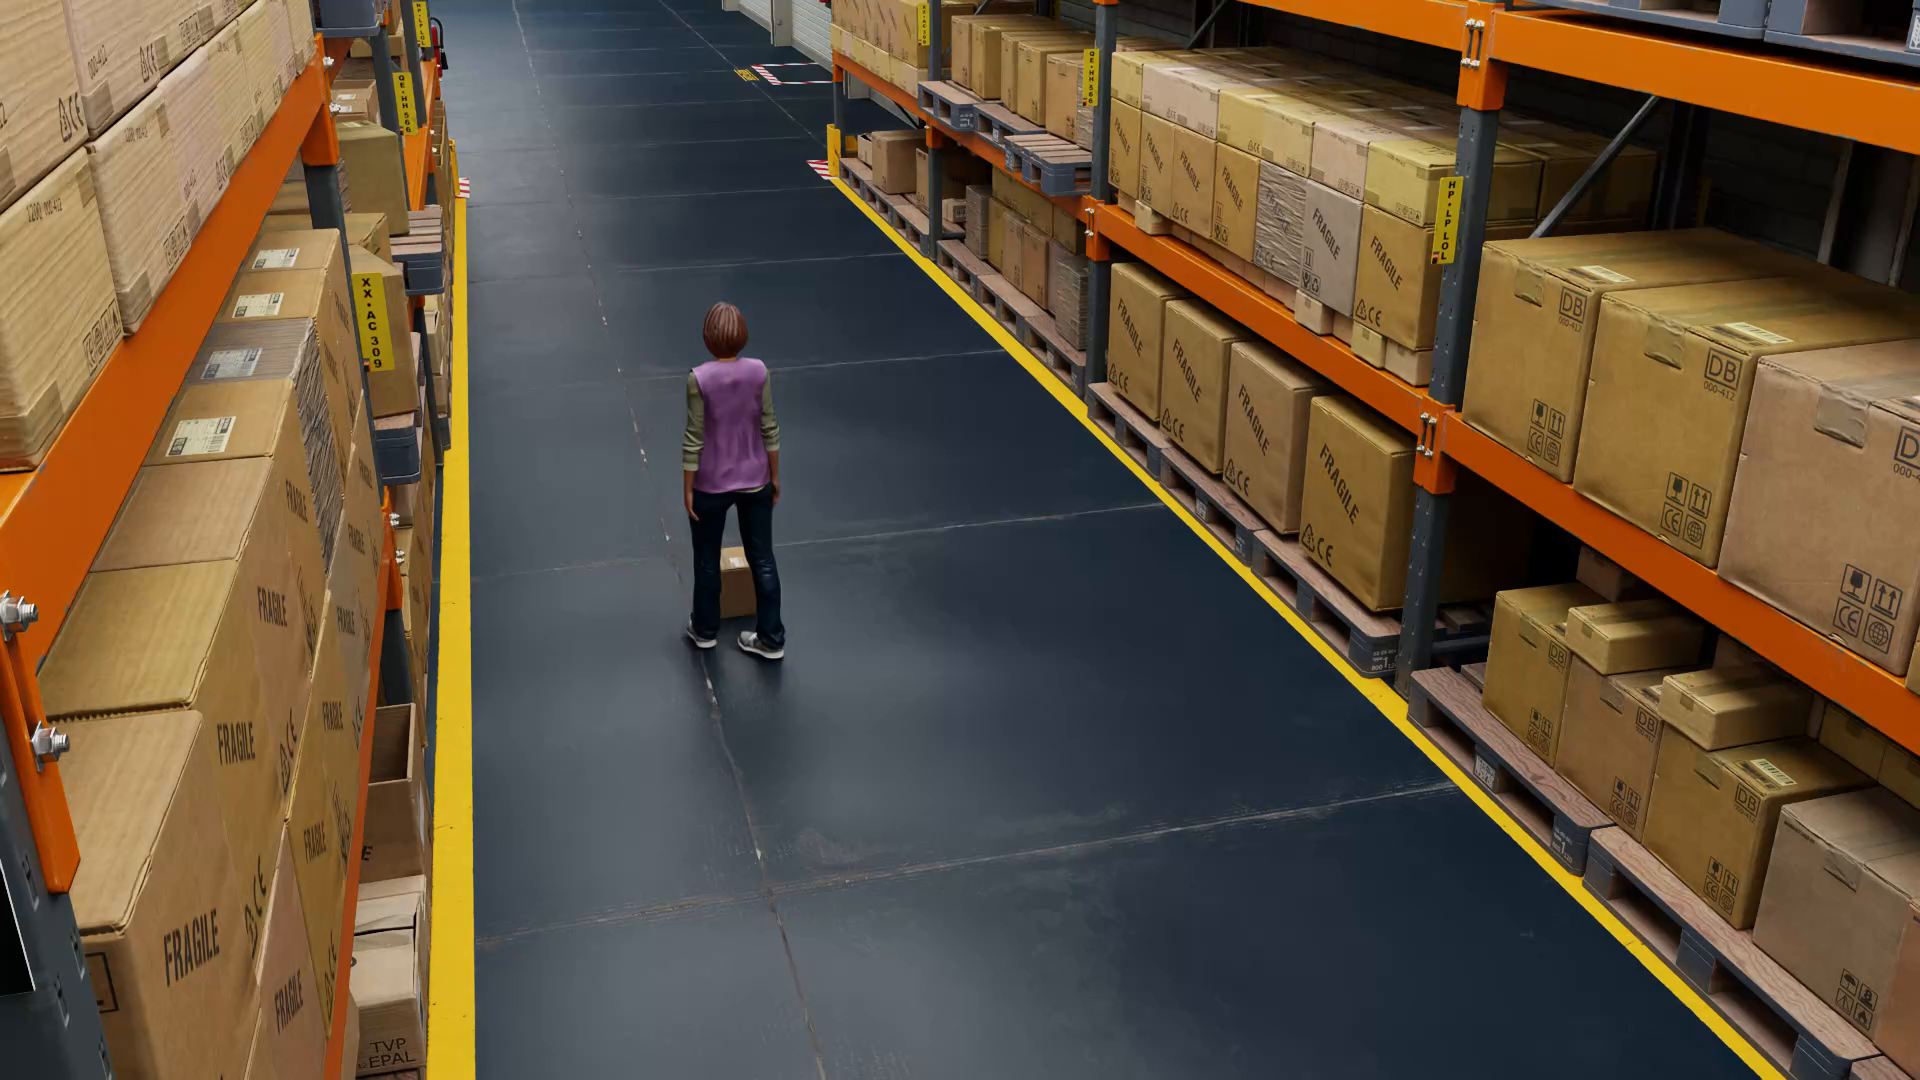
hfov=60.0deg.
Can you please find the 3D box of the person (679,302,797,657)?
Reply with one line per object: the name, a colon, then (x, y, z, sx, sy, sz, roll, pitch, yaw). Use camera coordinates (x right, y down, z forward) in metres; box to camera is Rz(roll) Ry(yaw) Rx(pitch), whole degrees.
person: (-0.997, -0.246, 7.180, 0.440, 1.609, 0.512, -9, 25, -19)
